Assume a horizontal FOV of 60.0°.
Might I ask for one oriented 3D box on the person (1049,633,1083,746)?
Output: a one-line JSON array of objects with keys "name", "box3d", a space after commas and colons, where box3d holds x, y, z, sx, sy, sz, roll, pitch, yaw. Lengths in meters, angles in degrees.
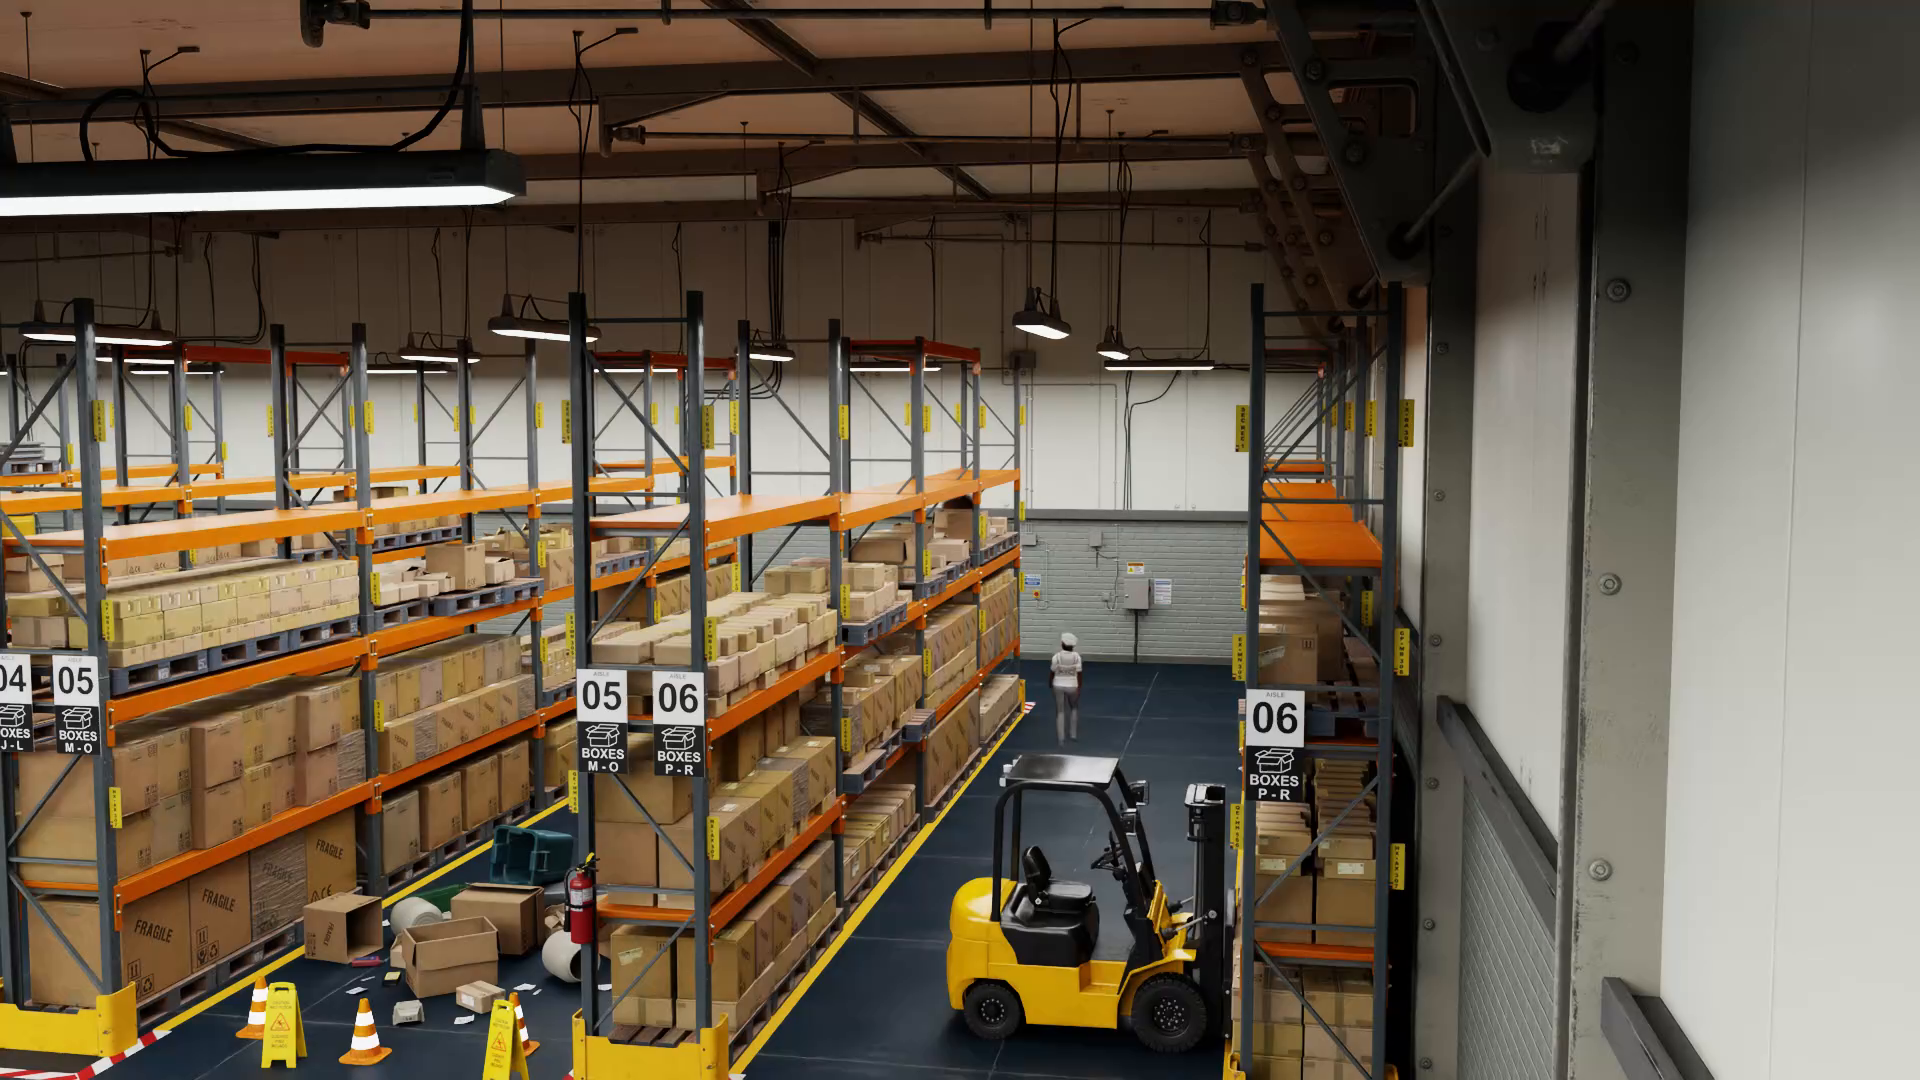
[{"name": "person", "box3d": [1.564, 2.212, 24.671, 0.510, 1.705, 0.738, 1, 5, 7]}]
